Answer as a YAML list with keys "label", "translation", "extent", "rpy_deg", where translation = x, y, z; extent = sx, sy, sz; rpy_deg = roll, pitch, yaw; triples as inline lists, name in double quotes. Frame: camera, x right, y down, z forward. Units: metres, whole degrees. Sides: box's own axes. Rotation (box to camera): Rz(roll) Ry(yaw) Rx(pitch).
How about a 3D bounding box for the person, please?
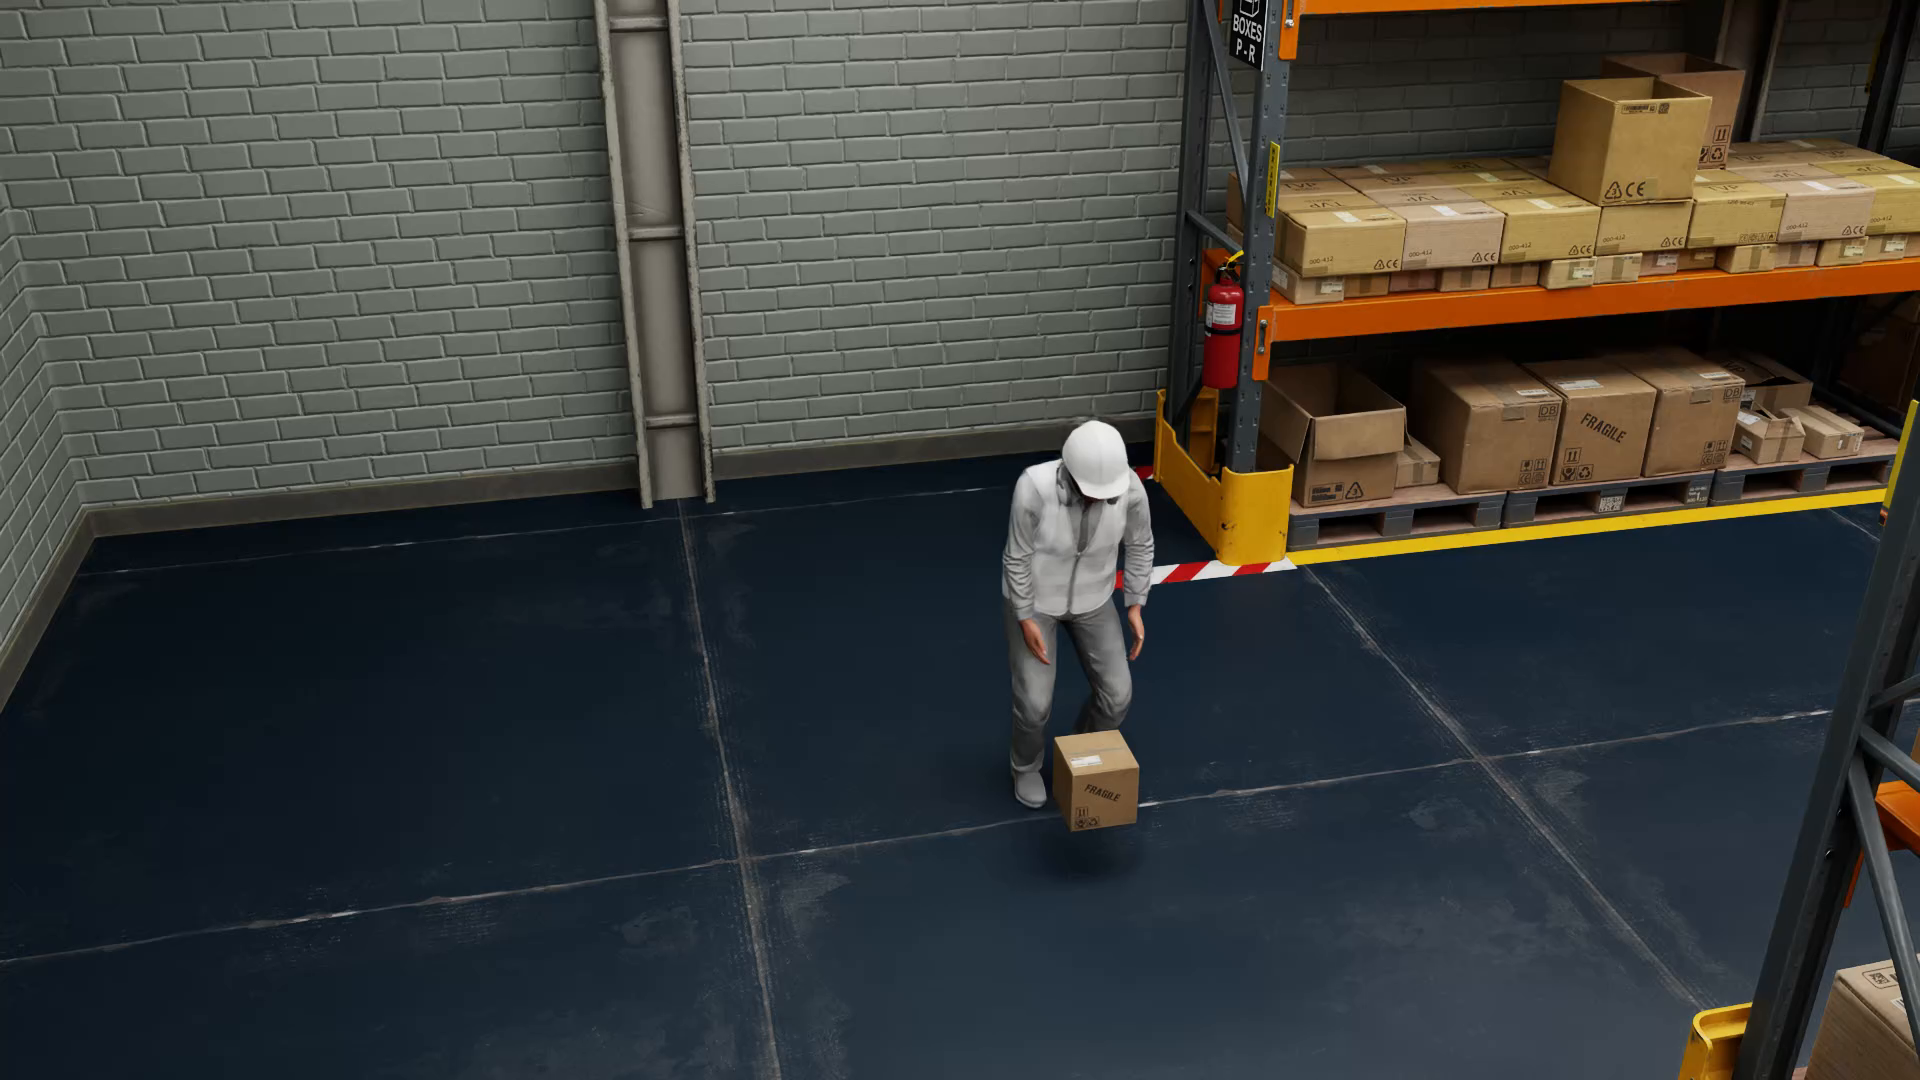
- label: "person"
  translation: [0.435, 0.248, 6.263]
  extent: [0.581, 1.628, 0.604]
  rpy_deg: [-5, 27, -11]
